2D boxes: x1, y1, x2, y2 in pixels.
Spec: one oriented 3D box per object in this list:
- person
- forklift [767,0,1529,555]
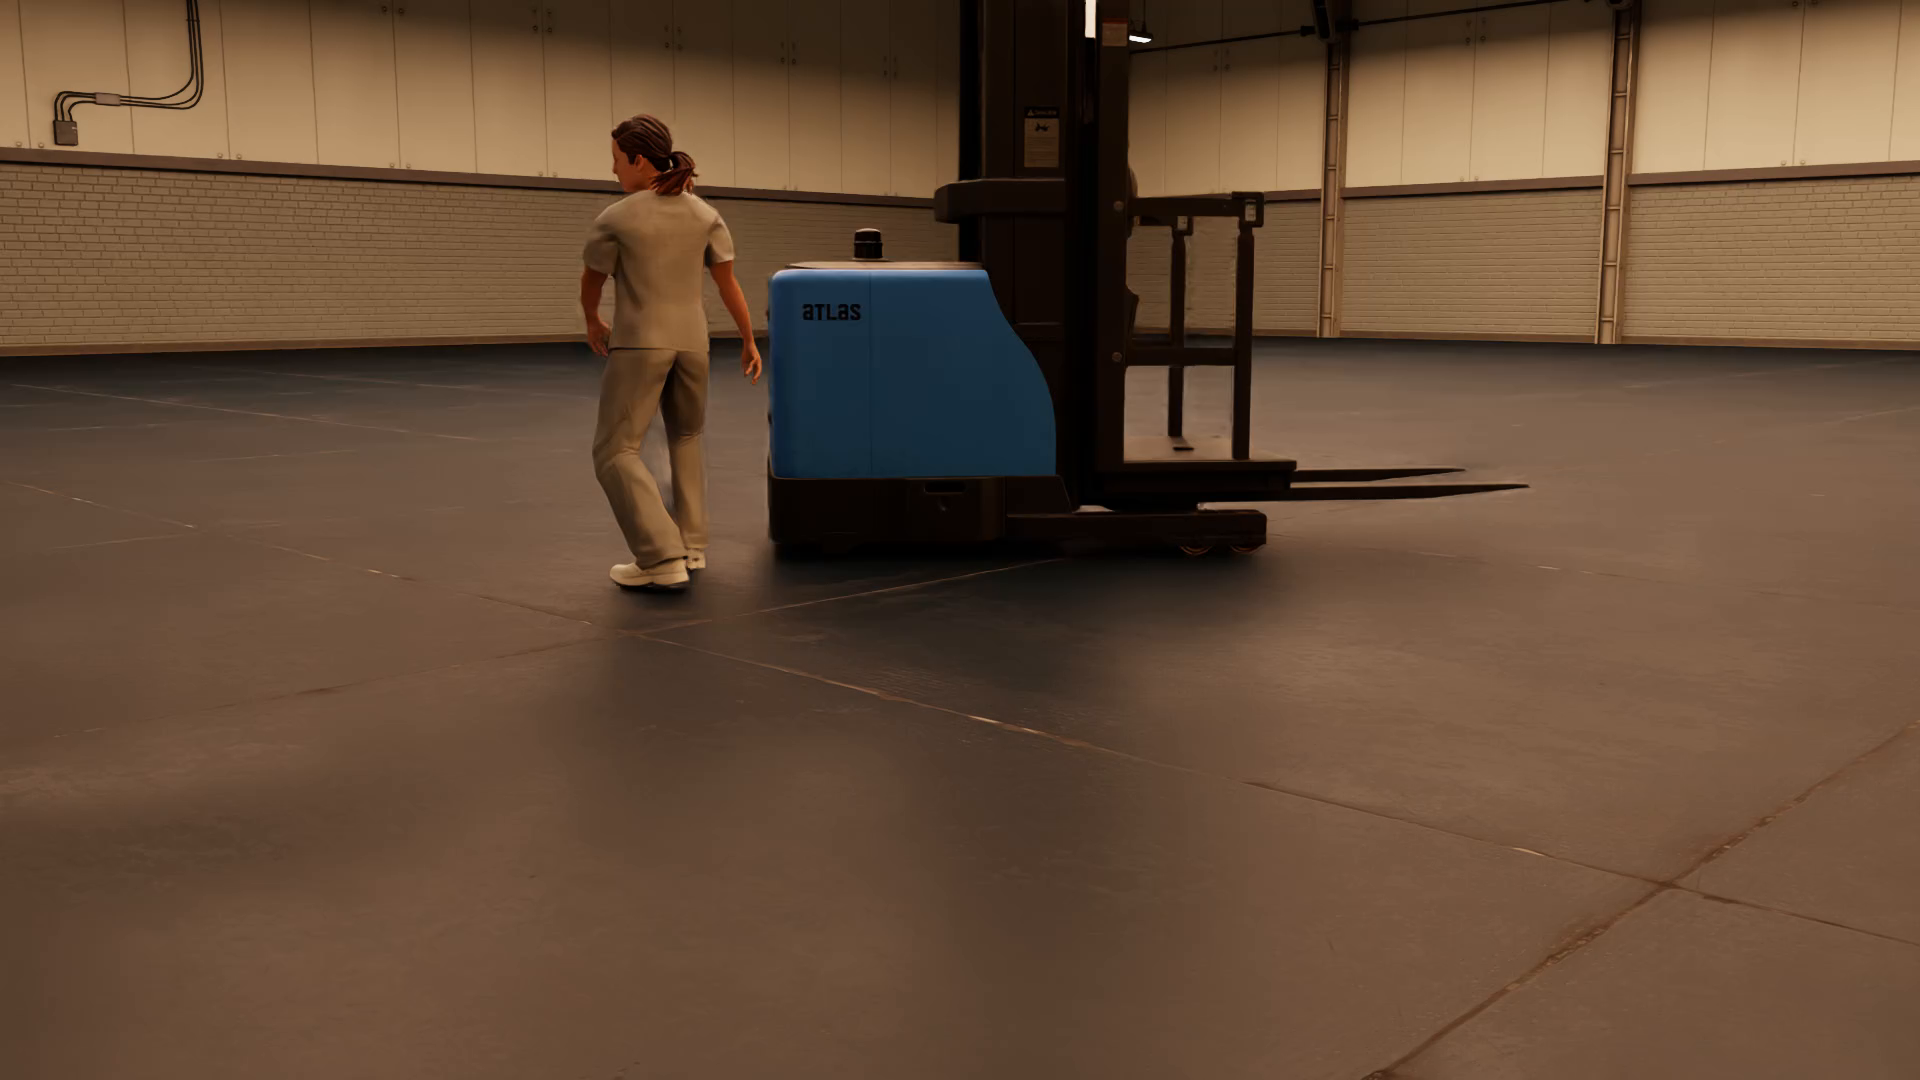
[{"bbox_3d":[-1.008,-0.666,5.813,0.632,1.586,0.708,-7,11,-39],"label":"person"},{"bbox_3d":[0.744,-1.469,6.629,3.031,2.935,1.130,-1,9,-7],"label":"forklift"}]
